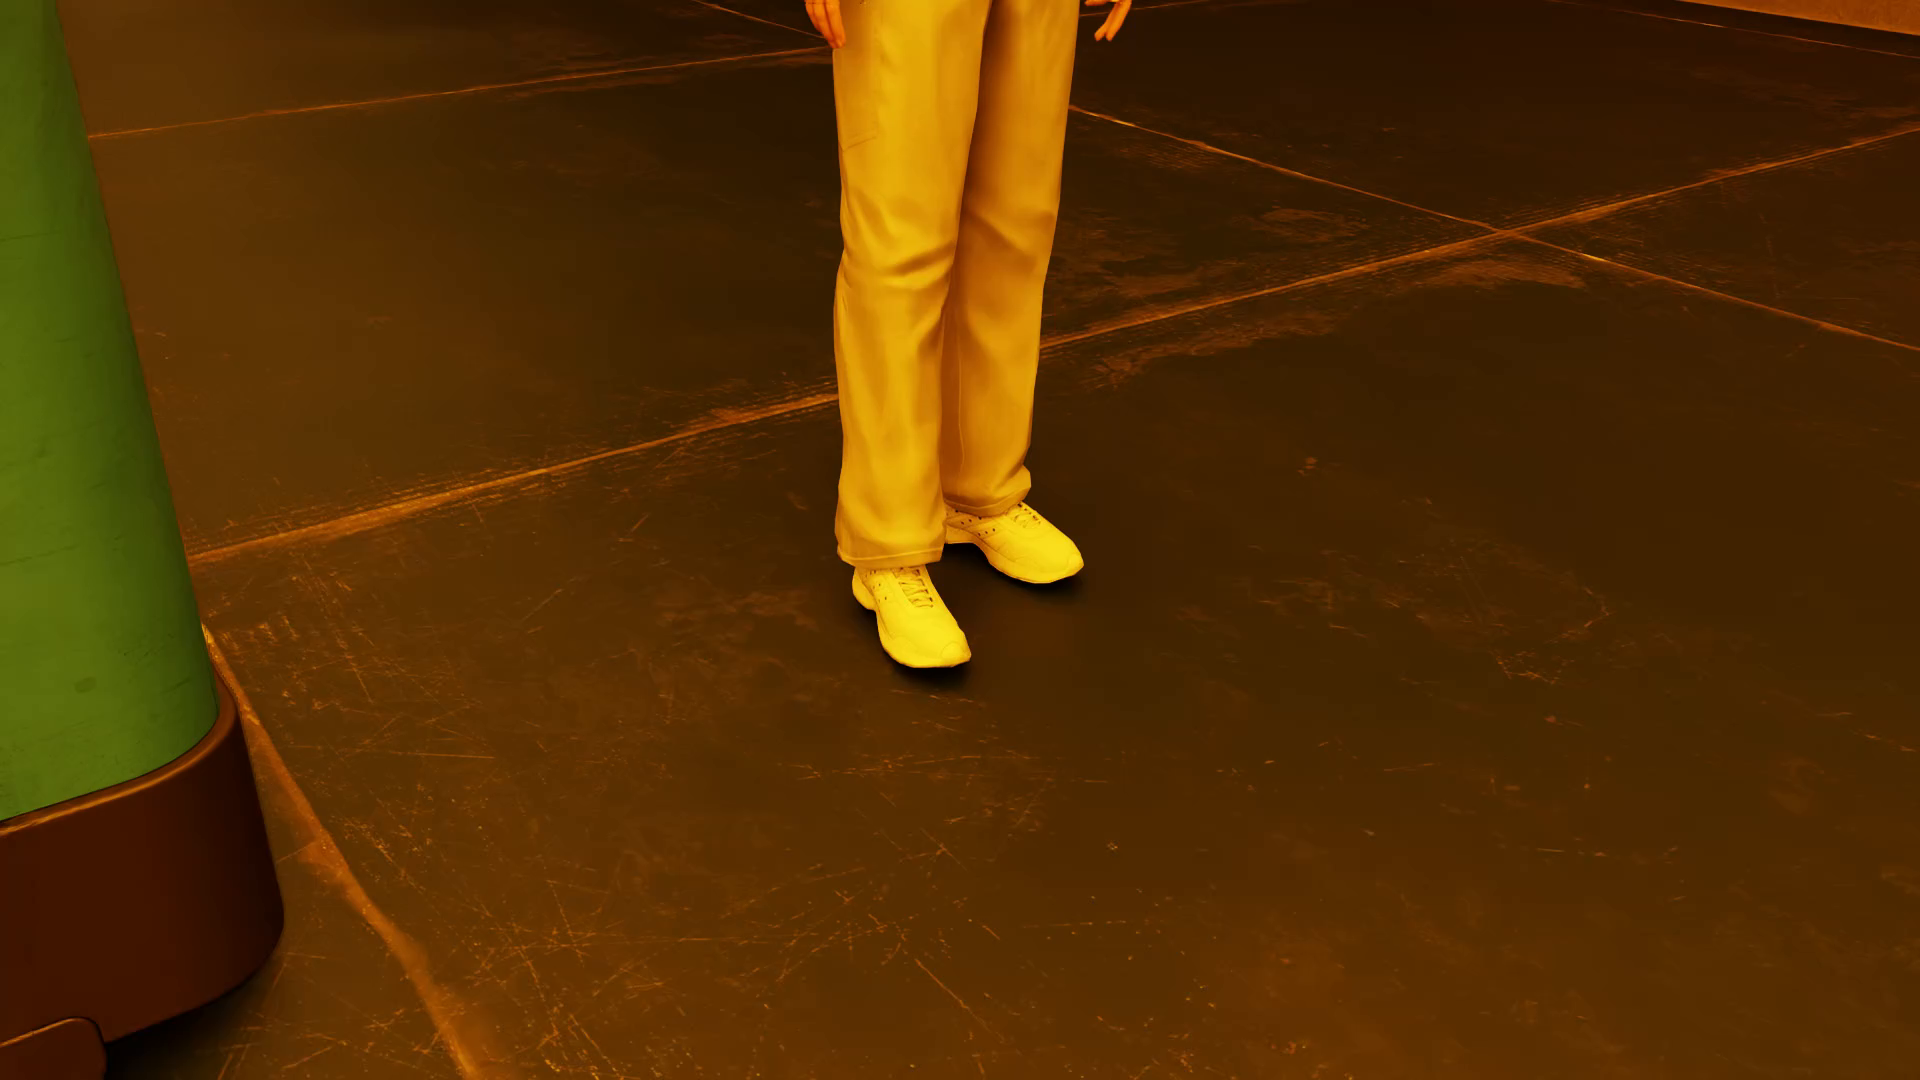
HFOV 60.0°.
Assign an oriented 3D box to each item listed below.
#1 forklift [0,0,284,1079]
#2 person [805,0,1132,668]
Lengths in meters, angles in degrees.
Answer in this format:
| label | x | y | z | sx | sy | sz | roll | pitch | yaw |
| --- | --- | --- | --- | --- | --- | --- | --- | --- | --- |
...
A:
| label | x | y | z | sx | sy | sz | roll | pitch | yaw |
| --- | --- | --- | --- | --- | --- | --- | --- | --- | --- |
| forklift | -2.137 | -0.642 | 0.511 | 3.031 | 2.935 | 1.130 | -18 | 32 | -32 |
| person | 0.031 | -0.725 | 2.060 | 0.549 | 1.675 | 0.549 | -17 | 31 | -31 |
